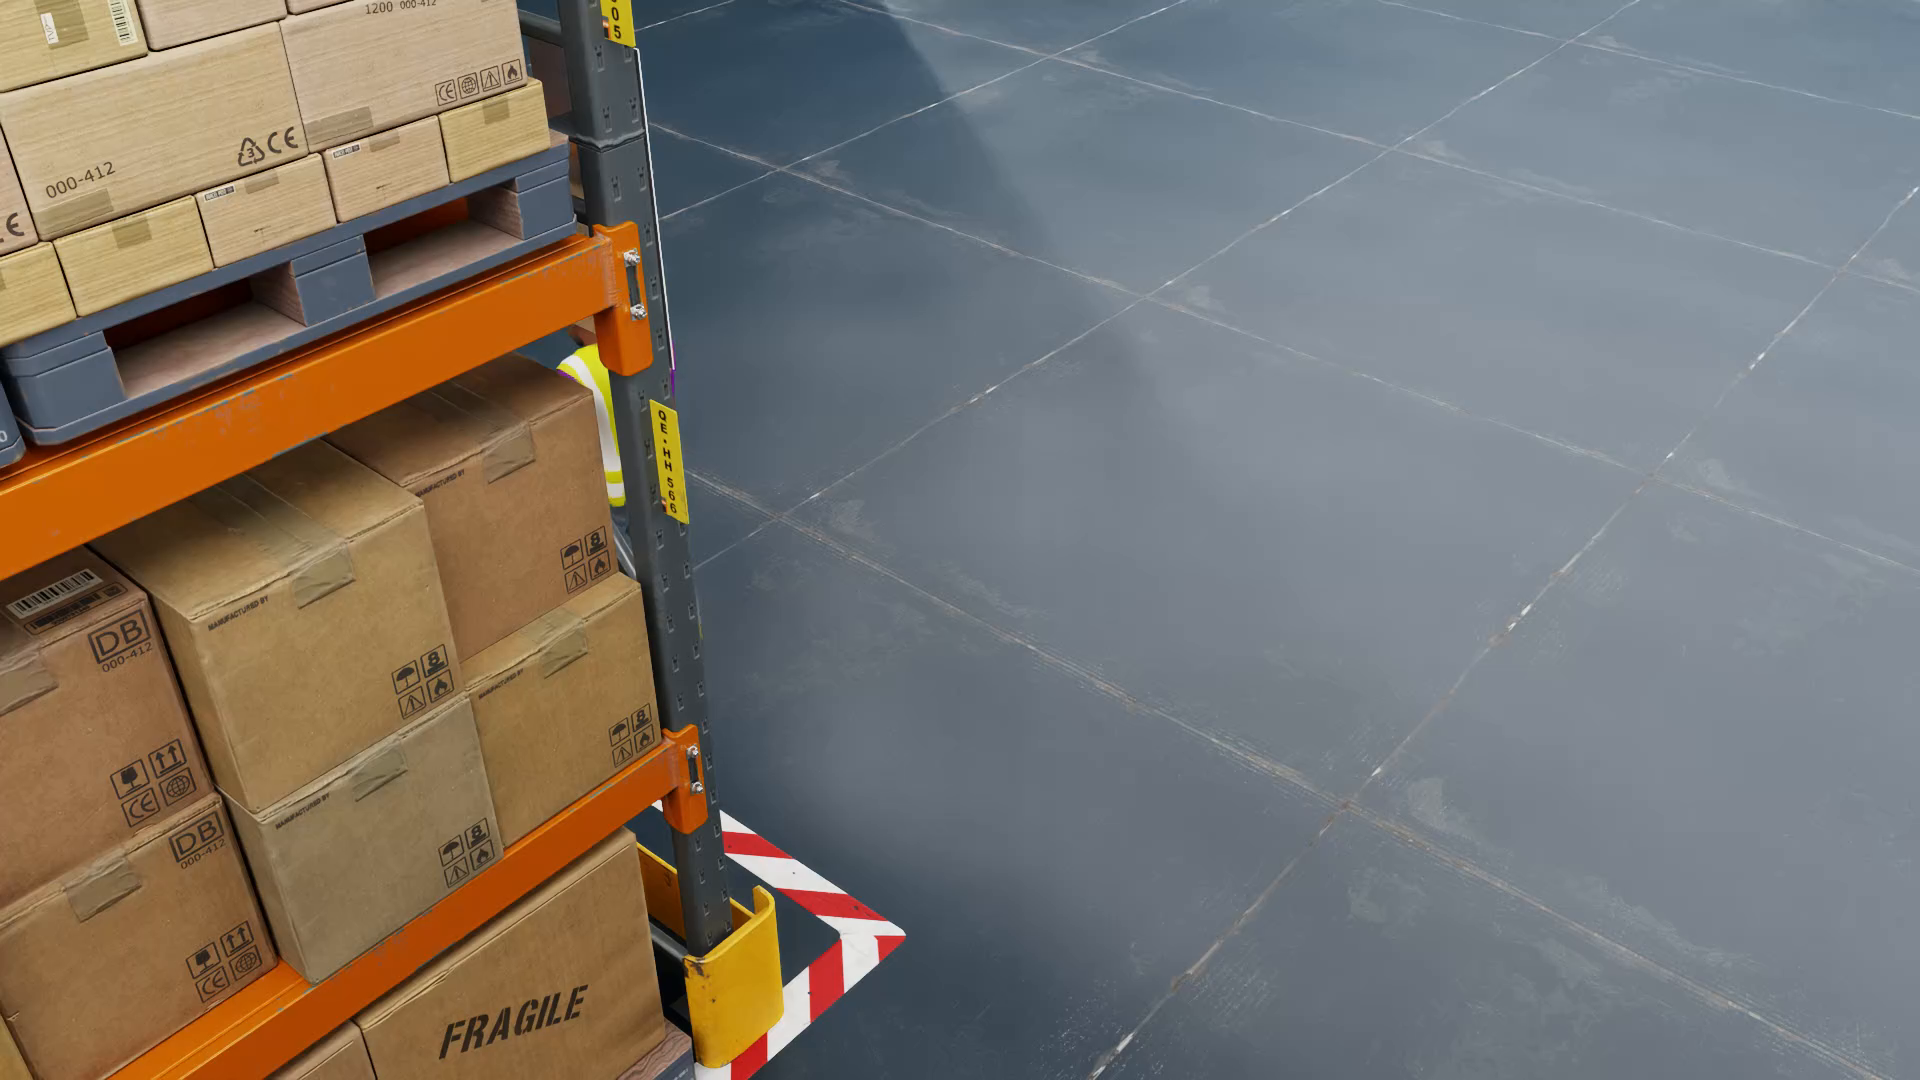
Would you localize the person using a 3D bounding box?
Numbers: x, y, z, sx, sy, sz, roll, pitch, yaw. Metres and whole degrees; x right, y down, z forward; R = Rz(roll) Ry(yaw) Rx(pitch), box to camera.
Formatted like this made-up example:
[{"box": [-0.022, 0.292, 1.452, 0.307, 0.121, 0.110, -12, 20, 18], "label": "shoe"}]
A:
[{"box": [-1.355, -0.252, 6.519, 0.422, 1.734, 0.584, 27, 43, 33], "label": "person"}]
